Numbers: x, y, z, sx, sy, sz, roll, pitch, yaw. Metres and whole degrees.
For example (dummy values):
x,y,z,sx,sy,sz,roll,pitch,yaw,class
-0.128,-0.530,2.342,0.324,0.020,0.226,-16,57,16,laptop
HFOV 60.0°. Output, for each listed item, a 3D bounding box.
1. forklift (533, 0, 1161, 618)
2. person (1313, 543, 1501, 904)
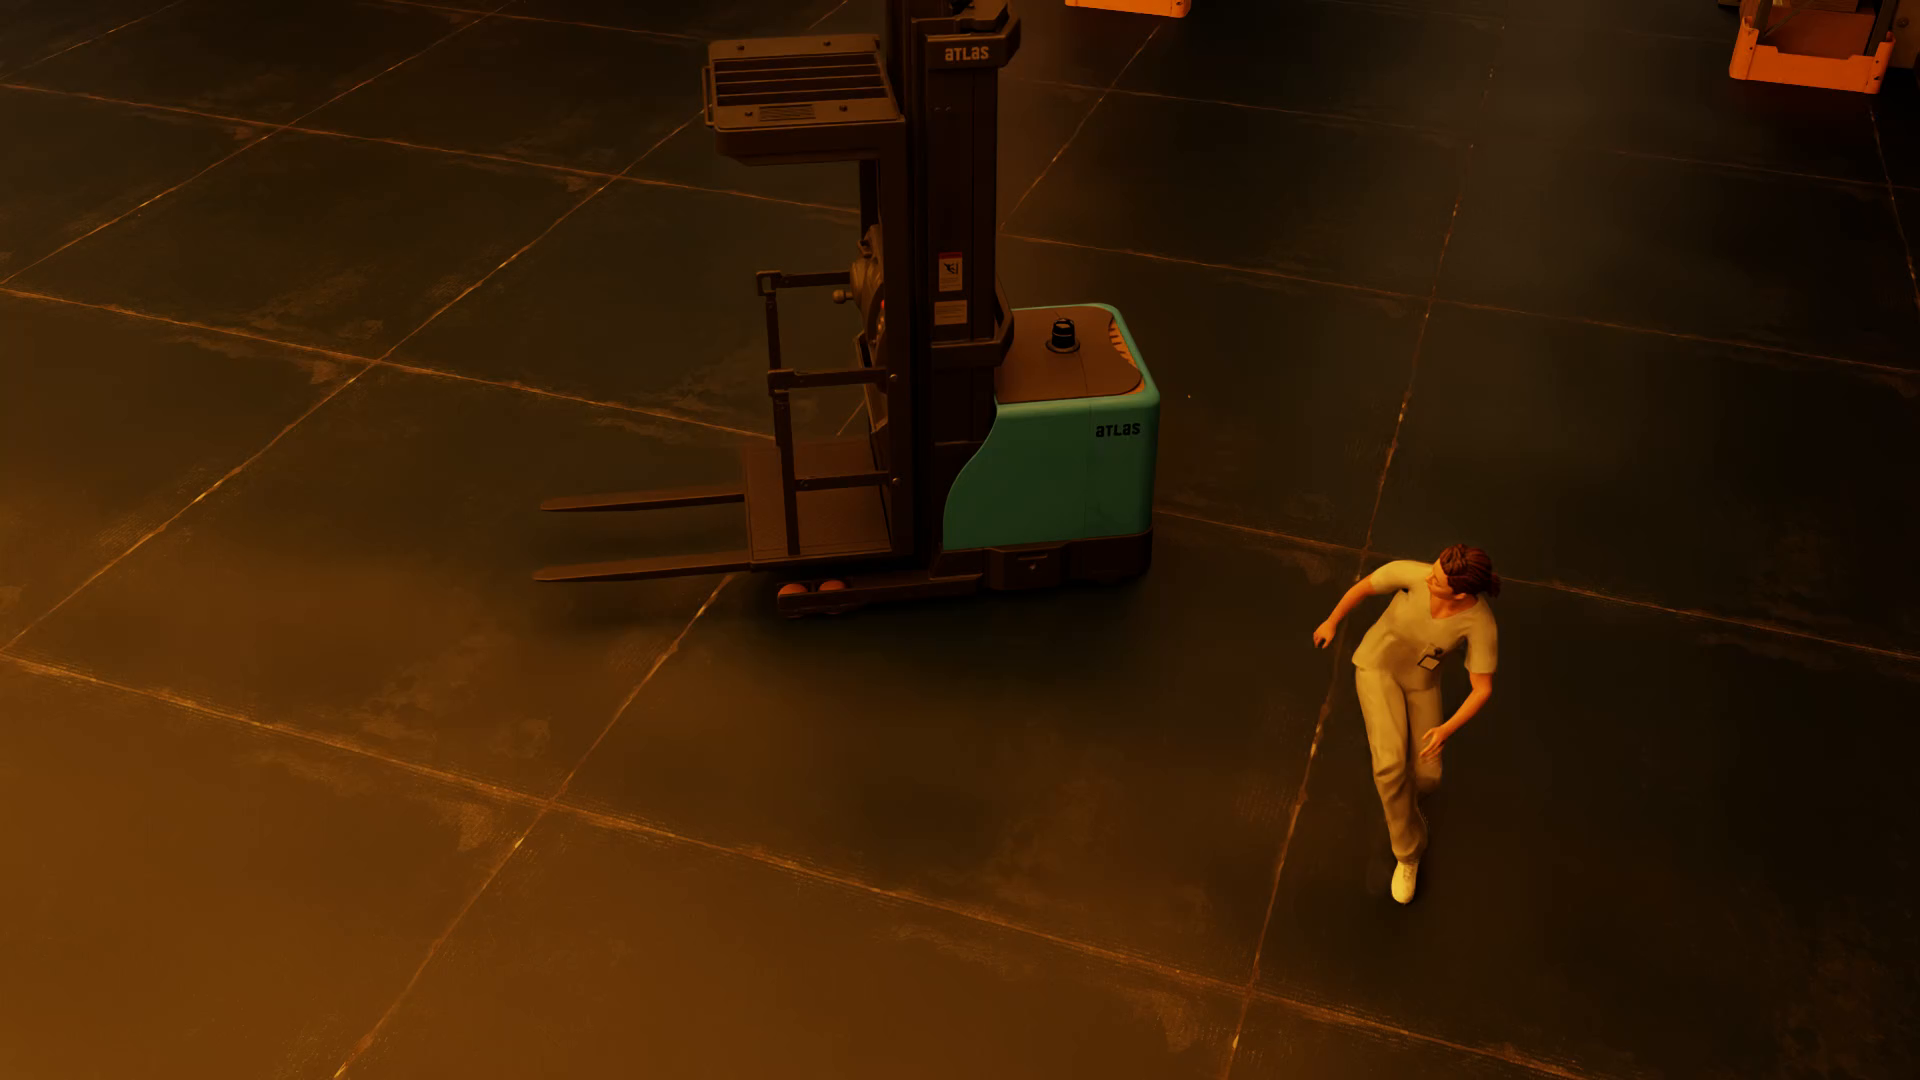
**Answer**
x,y,z,sx,sy,sz,roll,pitch,yaw,class
-0.604,-1.144,7.724,3.031,2.935,1.130,-5,36,-7,forklift
1.705,0.627,6.481,0.665,1.501,0.738,6,36,9,person
